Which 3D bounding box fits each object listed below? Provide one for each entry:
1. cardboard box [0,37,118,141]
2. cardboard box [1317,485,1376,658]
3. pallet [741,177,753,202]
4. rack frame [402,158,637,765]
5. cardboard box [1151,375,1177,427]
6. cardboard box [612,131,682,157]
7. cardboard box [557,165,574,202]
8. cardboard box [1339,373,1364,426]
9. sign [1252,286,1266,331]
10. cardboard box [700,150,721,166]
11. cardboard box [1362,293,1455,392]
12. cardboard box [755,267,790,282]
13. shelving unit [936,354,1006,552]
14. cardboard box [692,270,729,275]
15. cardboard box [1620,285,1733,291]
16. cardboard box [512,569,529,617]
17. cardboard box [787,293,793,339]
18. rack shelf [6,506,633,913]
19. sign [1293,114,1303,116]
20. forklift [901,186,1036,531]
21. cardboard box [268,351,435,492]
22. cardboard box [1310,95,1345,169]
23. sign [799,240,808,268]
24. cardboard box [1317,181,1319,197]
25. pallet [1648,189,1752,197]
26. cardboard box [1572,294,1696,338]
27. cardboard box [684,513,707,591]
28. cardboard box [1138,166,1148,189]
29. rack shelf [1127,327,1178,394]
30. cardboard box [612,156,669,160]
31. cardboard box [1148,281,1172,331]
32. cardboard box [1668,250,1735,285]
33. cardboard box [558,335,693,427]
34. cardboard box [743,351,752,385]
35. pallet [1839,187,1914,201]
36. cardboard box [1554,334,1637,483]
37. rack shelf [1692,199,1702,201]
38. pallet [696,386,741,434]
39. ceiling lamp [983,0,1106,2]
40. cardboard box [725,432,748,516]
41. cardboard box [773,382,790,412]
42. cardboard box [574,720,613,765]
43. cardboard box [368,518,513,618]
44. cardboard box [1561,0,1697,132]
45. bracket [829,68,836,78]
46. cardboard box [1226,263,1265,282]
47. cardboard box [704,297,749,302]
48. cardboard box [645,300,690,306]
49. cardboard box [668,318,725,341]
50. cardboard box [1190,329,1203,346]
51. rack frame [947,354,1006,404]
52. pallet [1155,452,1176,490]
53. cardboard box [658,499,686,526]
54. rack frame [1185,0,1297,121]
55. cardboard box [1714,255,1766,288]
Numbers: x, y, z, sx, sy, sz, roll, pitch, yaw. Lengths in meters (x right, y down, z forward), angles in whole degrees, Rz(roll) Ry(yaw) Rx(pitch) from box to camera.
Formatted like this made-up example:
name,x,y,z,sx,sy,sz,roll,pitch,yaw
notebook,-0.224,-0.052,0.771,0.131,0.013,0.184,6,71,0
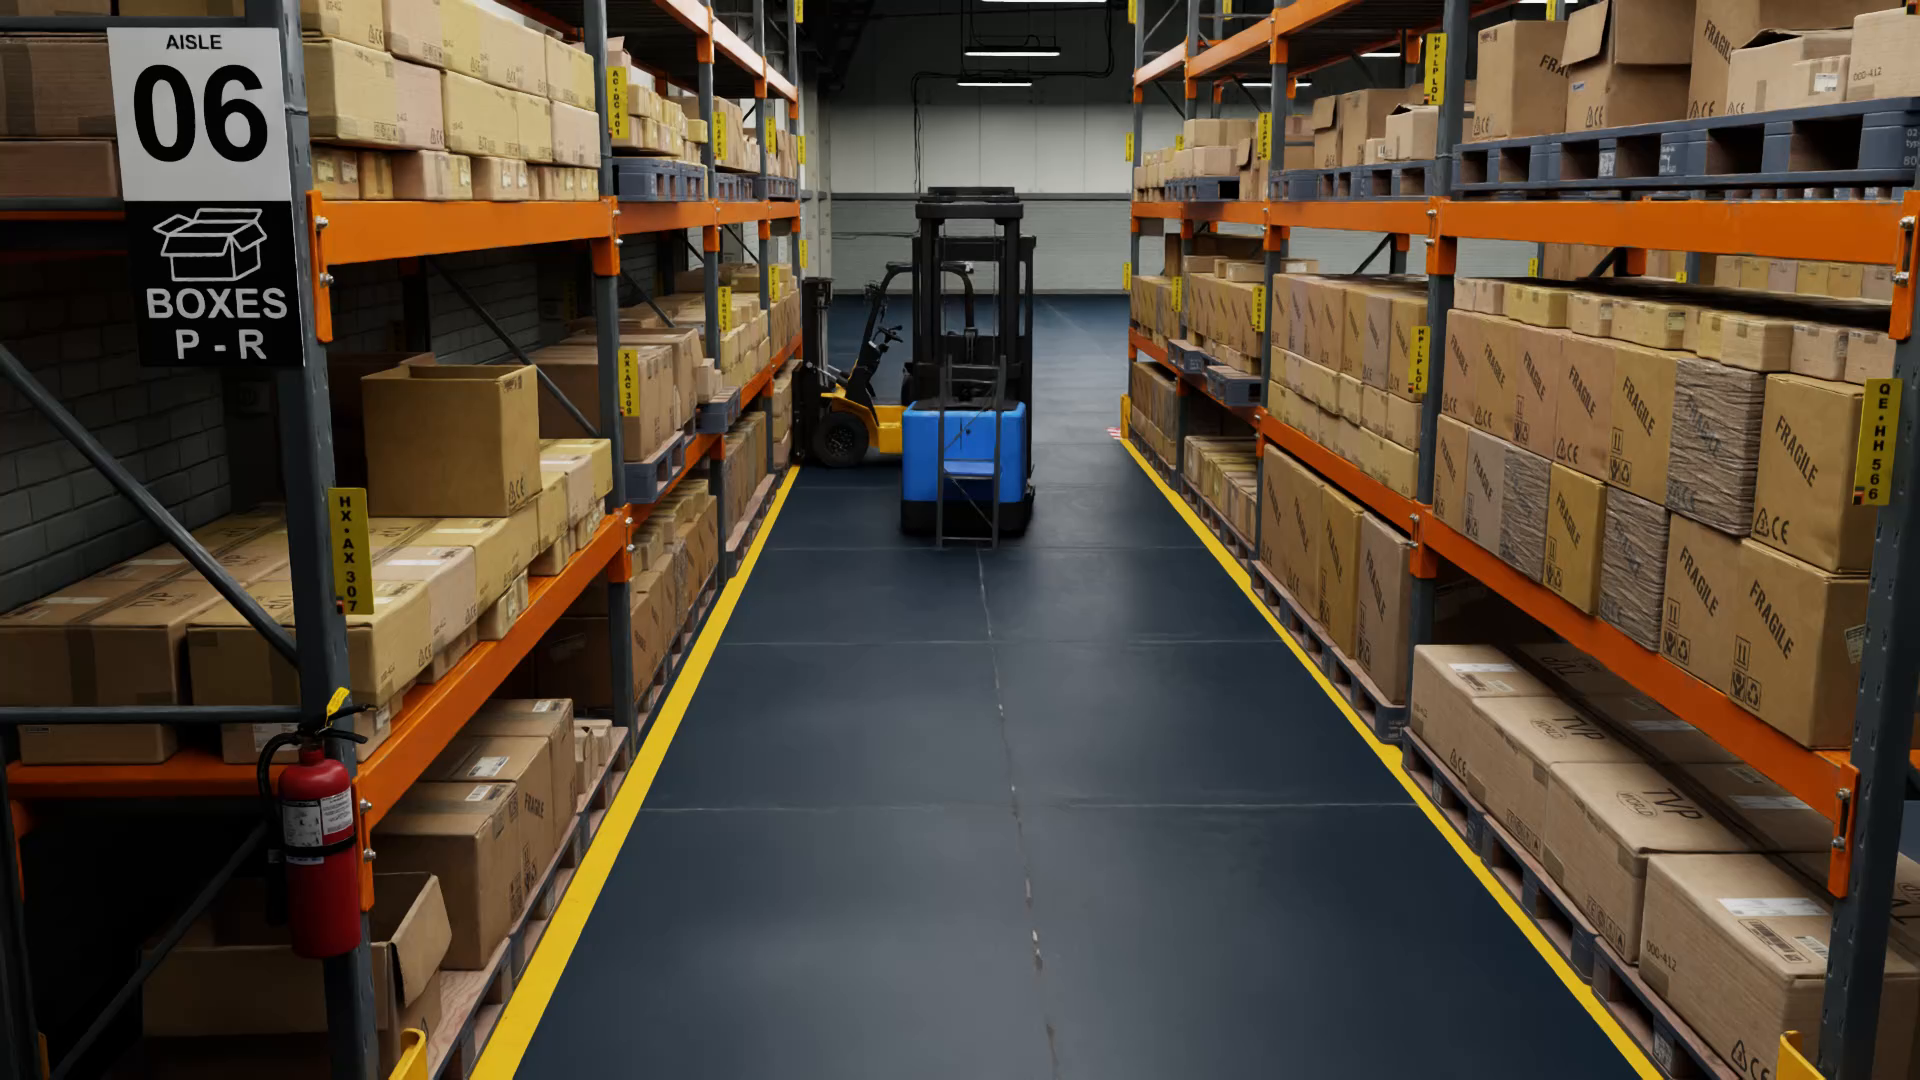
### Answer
name,x,y,z,sx,sy,sz,roll,pitch,yaw
cardboard box,-2.362,-1.173,4.384,0.500,0.250,0.500,0,11,-2
cardboard box,2.680,0.173,9.950,0.875,0.875,0.875,0,11,0
pallet,-2.297,-3.130,14.881,0.805,0.209,1.217,-1,11,-3
rack frame,-2.163,-0.339,8.186,1.000,3.000,0.127,0,11,-1
cardboard box,2.330,-1.495,17.858,0.500,0.500,0.500,0,11,2
cardboard box,-1.829,-2.307,9.667,0.380,0.149,0.250,0,11,0
cardboard box,-1.861,-1.514,7.063,0.380,0.149,0.250,0,11,1
cardboard box,2.513,-0.820,9.679,0.500,0.250,0.500,0,11,0
sign,2.175,-1.680,12.081,0.100,0.325,0.005,0,11,-1
cardboard box,-1.949,-2.815,12.126,0.380,0.166,0.250,0,11,-1
cardboard box,2.521,-1.090,9.120,0.500,0.500,0.500,0,11,0
cardboard box,-2.066,-2.913,18.244,0.380,0.149,0.250,0,11,0
shelving unit,0.101,-0.750,13.962,0.538,1.500,1.048,2,12,3
cardboard box,-2.631,-2.759,17.482,0.380,0.149,0.250,0,11,-2
cardboard box,3.040,-1.004,7.068,0.380,0.149,0.250,0,11,-2
cardboard box,-1.815,0.204,6.140,0.380,0.149,0.250,0,11,0
cardboard box,-2.126,-2.472,18.446,0.500,0.500,0.500,0,11,-2
rack shelf,-2.122,0.411,6.297,1.077,0.370,4.000,0,11,-1
sign,3.189,-3.870,15.754,0.100,0.325,0.005,0,11,-1
forklift,0.135,-1.757,15.347,1.130,2.935,3.031,1,12,5
cardboard box,-2.398,-0.482,6.632,0.500,0.500,0.500,-1,11,-3
cardboard box,2.876,-2.807,11.492,0.797,0.503,0.637,-1,12,-5
sign,-1.868,-3.407,19.802,0.100,0.325,0.005,0,11,-1
cardboard box,2.501,-2.564,12.240,0.380,0.149,0.250,0,11,-1
pallet,7.575,-3.580,16.840,1.003,0.211,1.213,0,11,-1
cardboard box,2.559,-0.850,6.309,0.380,0.149,0.250,0,11,-1
cardboard box,-2.022,0.068,11.411,0.500,0.500,0.500,0,11,-2
cardboard box,2.296,-4.087,18.743,0.500,0.250,0.500,0,11,-2
rack shelf,2.593,-1.995,18.159,1.077,0.370,4.000,0,11,-1
cardboard box,-1.997,-2.401,10.178,0.380,0.149,0.250,0,11,1
cardboard box,2.328,-2.540,18.034,0.500,0.500,0.500,0,11,-2
cardboard box,7.608,-2.667,16.567,0.875,0.550,0.550,0,11,-1
cardboard box,-1.976,-0.950,9.889,0.700,0.500,0.500,0,11,-1
cardboard box,-2.042,-1.455,14.065,0.500,0.250,0.500,0,11,1
pallet,7.598,-2.701,12.759,1.213,0.211,1.003,0,11,1
cardboard box,2.579,-0.501,6.217,0.500,0.500,0.500,0,11,-2
rack shelf,7.623,-2.711,14.141,1.077,0.370,4.000,0,11,-1
pallet,-2.161,-0.906,11.461,1.213,0.211,1.003,0,11,-1
ceiling lamp,1.296,-9.889,25.487,2.000,3.185,0.800,0,11,-1
cardboard box,-2.280,-0.564,14.210,0.875,0.625,0.625,-1,11,-4
cardboard box,-2.025,-1.477,17.138,0.500,0.250,0.500,0,11,-1
cardboard box,-1.858,0.962,7.887,0.380,0.149,0.250,-1,11,-3
cardboard box,-1.845,0.092,5.692,0.500,0.250,0.500,0,11,-2
cardboard box,2.860,-1.868,6.609,0.797,0.503,0.637,1,11,3
bracket,-3.501,-12.657,44.759,0.076,0.066,4.783,0,11,-1
cardboard box,2.401,-2.198,13.661,0.380,0.149,0.250,-1,11,-4
cardboard box,-2.123,-2.129,15.126,0.380,0.149,0.250,0,11,-1
cardboard box,-2.572,-2.022,14.598,0.380,0.149,0.250,0,11,-1
cardboard box,-1.958,-1.566,12.349,0.380,0.149,0.250,0,11,1
cardboard box,2.326,-1.872,15.319,0.380,0.149,0.250,0,11,0
rack frame,0.127,-0.856,14.459,0.500,1.500,0.032,2,12,3
pallet,2.585,-0.717,17.063,1.003,0.211,1.213,0,11,-1
cardboard box,-2.024,-0.176,10.983,0.380,0.149,0.250,0,11,1
rack frame,2.634,-4.890,15.532,1.000,3.000,0.127,0,11,-1
cardboard box,7.597,-2.431,15.732,0.700,0.500,0.500,0,11,-2
